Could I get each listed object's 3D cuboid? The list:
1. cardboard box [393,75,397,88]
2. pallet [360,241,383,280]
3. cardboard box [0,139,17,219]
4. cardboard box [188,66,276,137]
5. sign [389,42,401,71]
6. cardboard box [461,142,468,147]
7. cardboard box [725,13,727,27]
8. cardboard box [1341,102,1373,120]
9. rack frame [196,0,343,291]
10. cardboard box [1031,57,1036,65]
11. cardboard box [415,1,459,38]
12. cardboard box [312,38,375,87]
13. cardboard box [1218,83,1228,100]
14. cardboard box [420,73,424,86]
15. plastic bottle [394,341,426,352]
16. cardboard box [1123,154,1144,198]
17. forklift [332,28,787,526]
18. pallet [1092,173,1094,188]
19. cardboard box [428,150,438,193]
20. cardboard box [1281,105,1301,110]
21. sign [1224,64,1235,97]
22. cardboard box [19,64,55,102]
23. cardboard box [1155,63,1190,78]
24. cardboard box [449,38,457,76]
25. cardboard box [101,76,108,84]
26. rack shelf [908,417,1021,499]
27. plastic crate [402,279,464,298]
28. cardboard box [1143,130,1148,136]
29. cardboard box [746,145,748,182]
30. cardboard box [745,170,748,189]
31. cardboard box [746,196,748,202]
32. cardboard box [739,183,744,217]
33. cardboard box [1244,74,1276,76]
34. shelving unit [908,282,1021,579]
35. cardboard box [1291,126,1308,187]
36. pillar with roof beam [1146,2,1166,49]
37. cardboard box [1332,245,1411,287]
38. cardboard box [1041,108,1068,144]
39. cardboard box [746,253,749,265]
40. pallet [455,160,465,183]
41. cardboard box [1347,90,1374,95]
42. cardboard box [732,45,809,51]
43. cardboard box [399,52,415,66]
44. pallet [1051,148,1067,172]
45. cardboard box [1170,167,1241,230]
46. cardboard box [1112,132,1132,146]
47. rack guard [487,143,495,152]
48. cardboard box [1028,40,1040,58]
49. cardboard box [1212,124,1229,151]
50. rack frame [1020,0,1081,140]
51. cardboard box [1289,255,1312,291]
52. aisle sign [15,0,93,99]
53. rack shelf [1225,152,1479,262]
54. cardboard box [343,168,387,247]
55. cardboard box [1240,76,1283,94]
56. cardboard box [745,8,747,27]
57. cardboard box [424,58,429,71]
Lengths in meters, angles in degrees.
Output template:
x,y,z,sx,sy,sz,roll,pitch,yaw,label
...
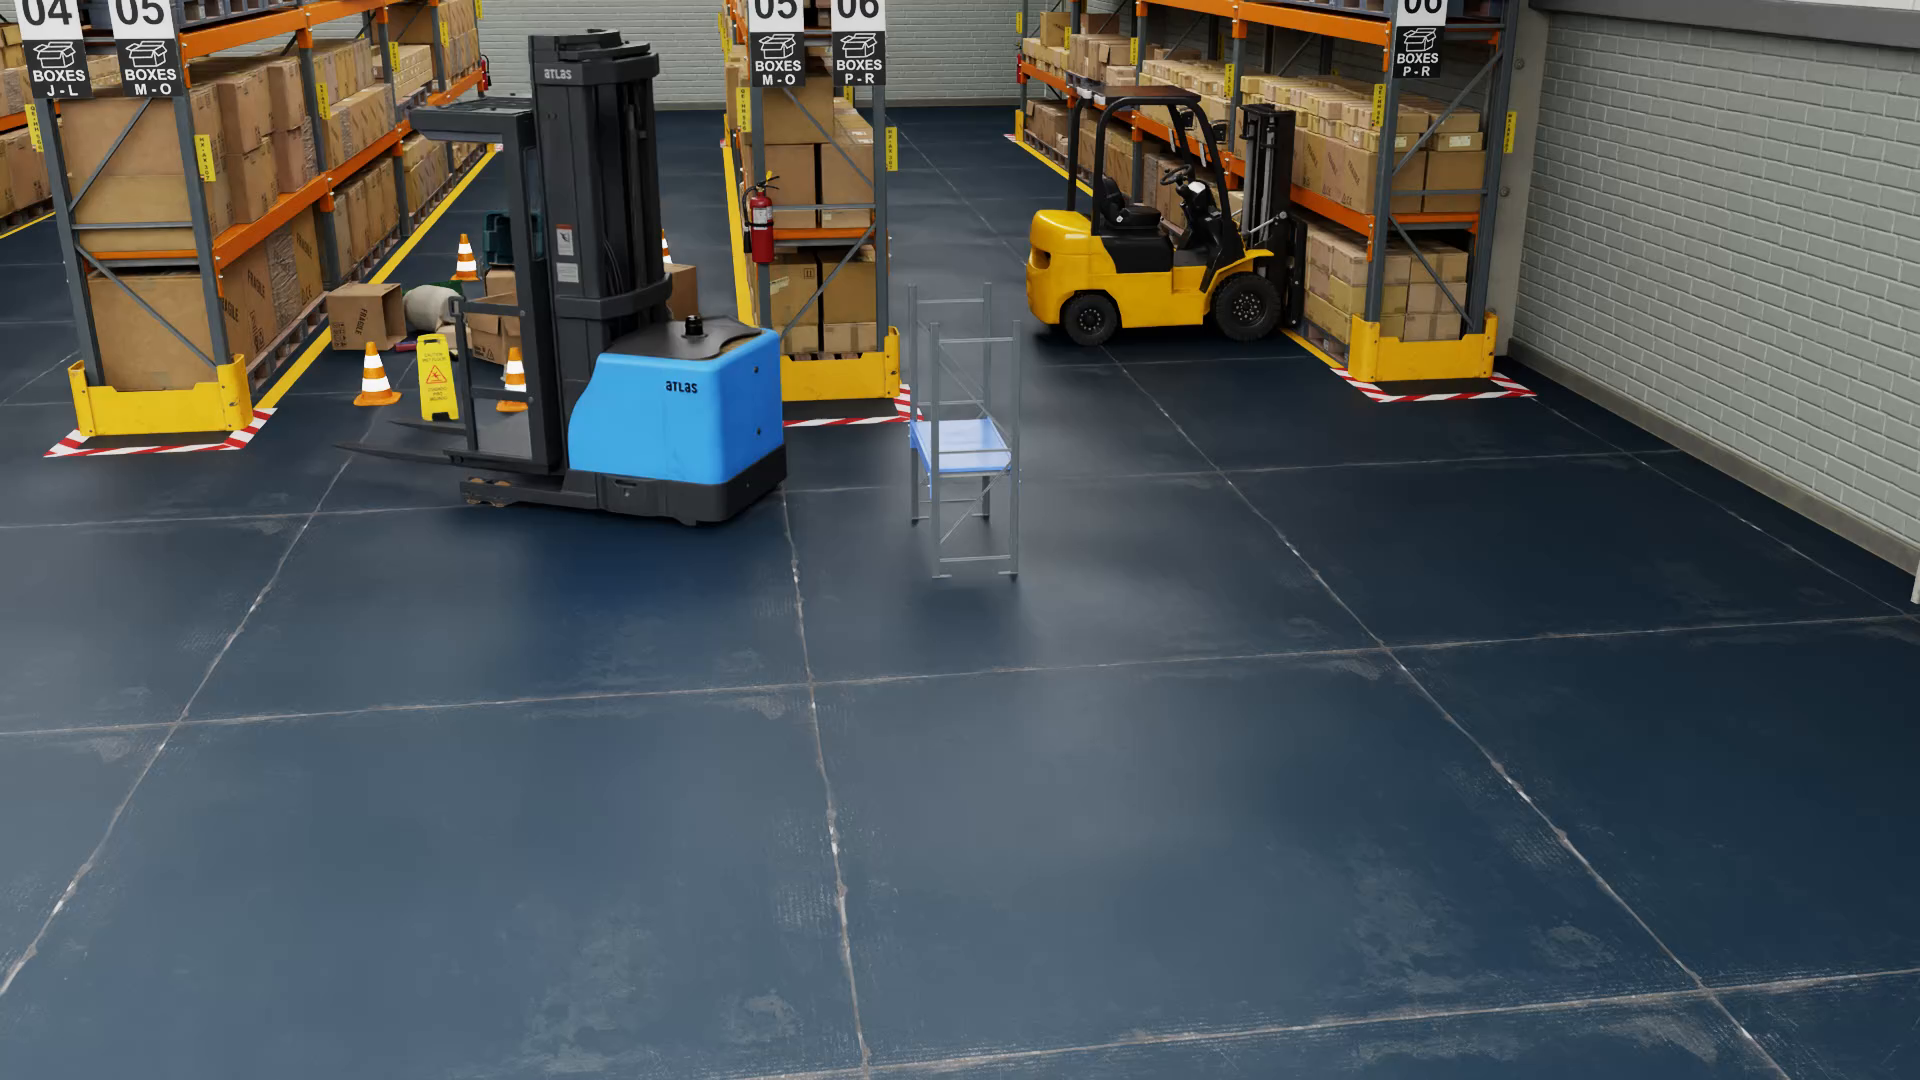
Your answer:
x,y,z,sx,sy,sz,roll,pitch,yaw,label
-7.014,-5.522,20.048,0.380,0.149,0.250,-2,21,-5,cardboard box
-6.890,-3.028,18.022,1.003,0.211,1.213,-3,21,-8,pallet
-12.104,-4.259,19.768,1.225,0.875,0.875,-4,21,-10,cardboard box
-6.370,-3.716,14.120,0.875,0.550,0.550,-3,21,-8,cardboard box
-6.553,-5.604,19.279,0.100,0.325,0.005,-3,21,-8,sign
-7.636,-6.006,25.059,0.380,0.149,0.250,-3,21,-8,cardboard box
-3.136,-7.367,24.081,0.500,0.500,0.500,-3,21,-8,cardboard box
3.493,-3.665,14.248,0.380,0.149,0.250,-3,21,-7,cardboard box
-6.525,-3.648,15.695,1.000,3.000,0.127,-3,21,-8,rack frame
1.398,-8.008,27.728,0.380,0.149,0.250,-2,21,-6,cardboard box
-7.634,-7.595,24.268,0.500,0.500,0.500,-3,21,-7,cardboard box
-7.047,-5.392,18.793,0.700,0.500,0.500,-3,21,-8,cardboard box
2.945,-4.730,17.524,0.380,0.149,0.250,-3,21,-9,cardboard box
-7.318,-6.106,22.036,0.380,0.149,0.250,-4,21,-11,cardboard box
-4.858,-1.719,14.733,0.283,0.061,0.133,-11,23,-26,plastic bottle
2.419,-4.730,21.566,0.500,0.500,0.500,-2,21,-6,cardboard box
-2.733,-1.751,10.715,3.031,2.935,1.130,7,22,18,forklift
2.450,-4.944,23.153,1.003,0.211,1.213,-3,21,-8,pallet
-7.179,-4.844,21.872,0.500,0.500,0.500,-3,21,-9,cardboard box
3.211,-3.966,15.479,0.380,0.149,0.250,-4,21,-9,cardboard box
2.734,-4.659,16.860,0.100,0.325,0.005,-3,21,-8,sign
-12.199,-5.929,21.662,0.500,0.500,0.500,-2,21,-6,cardboard box
2.550,-5.614,19.891,0.380,0.149,0.250,-2,21,-6,cardboard box
-7.579,-6.959,23.993,0.500,0.500,0.500,-3,21,-8,cardboard box
-12.468,-6.565,23.867,0.380,0.149,0.250,-3,21,-9,cardboard box
0.012,-0.505,9.938,0.538,0.185,1.000,-3,21,-8,rack shelf
-5.204,-2.363,16.193,0.450,0.188,0.662,-2,18,24,plastic crate
2.687,-5.540,22.807,0.380,0.149,0.250,-3,21,-7,cardboard box
-1.552,-3.255,14.075,0.500,0.500,0.500,-3,21,-8,cardboard box
-1.739,-3.246,14.979,0.380,0.149,0.250,-3,21,-7,cardboard box
-1.865,-3.232,15.913,0.380,0.149,0.250,-3,21,-7,cardboard box
-2.147,-4.087,20.027,0.950,0.372,0.625,-4,21,-11,cardboard box
3.300,-5.111,18.544,0.380,0.149,0.250,-3,21,-8,cardboard box
0.012,-0.673,9.875,0.538,1.500,1.048,-3,21,-8,shelving unit
3.292,-3.534,15.248,0.500,0.500,0.500,-3,21,-7,cardboard box
-1.352,-9.834,23.683,9.100,9.000,0.400,-3,21,-8,pillar with roof beam
3.471,-2.320,14.041,0.500,0.250,0.500,-2,21,-6,cardboard box
1.596,-6.662,26.738,0.500,0.500,0.500,-3,21,-7,cardboard box
-1.824,-2.974,16.150,0.500,0.500,0.500,-2,21,-5,cardboard box
-7.811,-5.342,24.217,1.003,0.211,1.213,-3,21,-8,pallet
3.773,-4.044,15.263,0.380,0.149,0.250,-2,21,-6,cardboard box
-1.793,-4.424,15.776,0.700,0.500,0.500,-3,21,-8,cardboard box
-7.241,-6.195,21.424,0.380,0.149,0.250,-4,21,-10,cardboard box
2.018,-5.885,25.672,1.003,0.211,1.213,-3,21,-8,pallet
2.969,-3.978,19.372,0.875,0.625,0.625,-4,21,-10,cardboard box
2.277,-5.423,22.494,0.380,0.149,0.250,-3,21,-9,cardboard box
-8.244,-6.605,27.186,1.175,0.500,0.348,-3,21,-8,rack guard
1.411,-8.063,27.305,0.500,0.250,0.500,-3,21,-7,cardboard box
2.938,-4.275,17.589,0.500,0.250,0.500,-2,21,-7,cardboard box
1.540,-8.339,28.255,1.000,3.000,0.127,-3,21,-8,rack frame
3.310,-2.446,15.094,0.500,0.250,0.500,-3,21,-9,cardboard box
-6.236,-3.441,11.426,0.394,0.787,0.004,-3,21,-8,aisle sign
3.558,-3.154,15.403,1.077,0.370,4.000,-3,21,-8,rack shelf
-6.974,-3.658,18.337,1.050,0.750,0.750,-3,21,-7,cardboard box
3.022,-4.549,16.613,0.380,0.149,0.250,-2,21,-7,cardboard box
-1.462,-4.029,12.788,0.380,0.149,0.250,-3,21,-7,cardboard box
-7.387,-6.417,22.444,0.380,0.149,0.250,-3,21,-7,cardboard box
